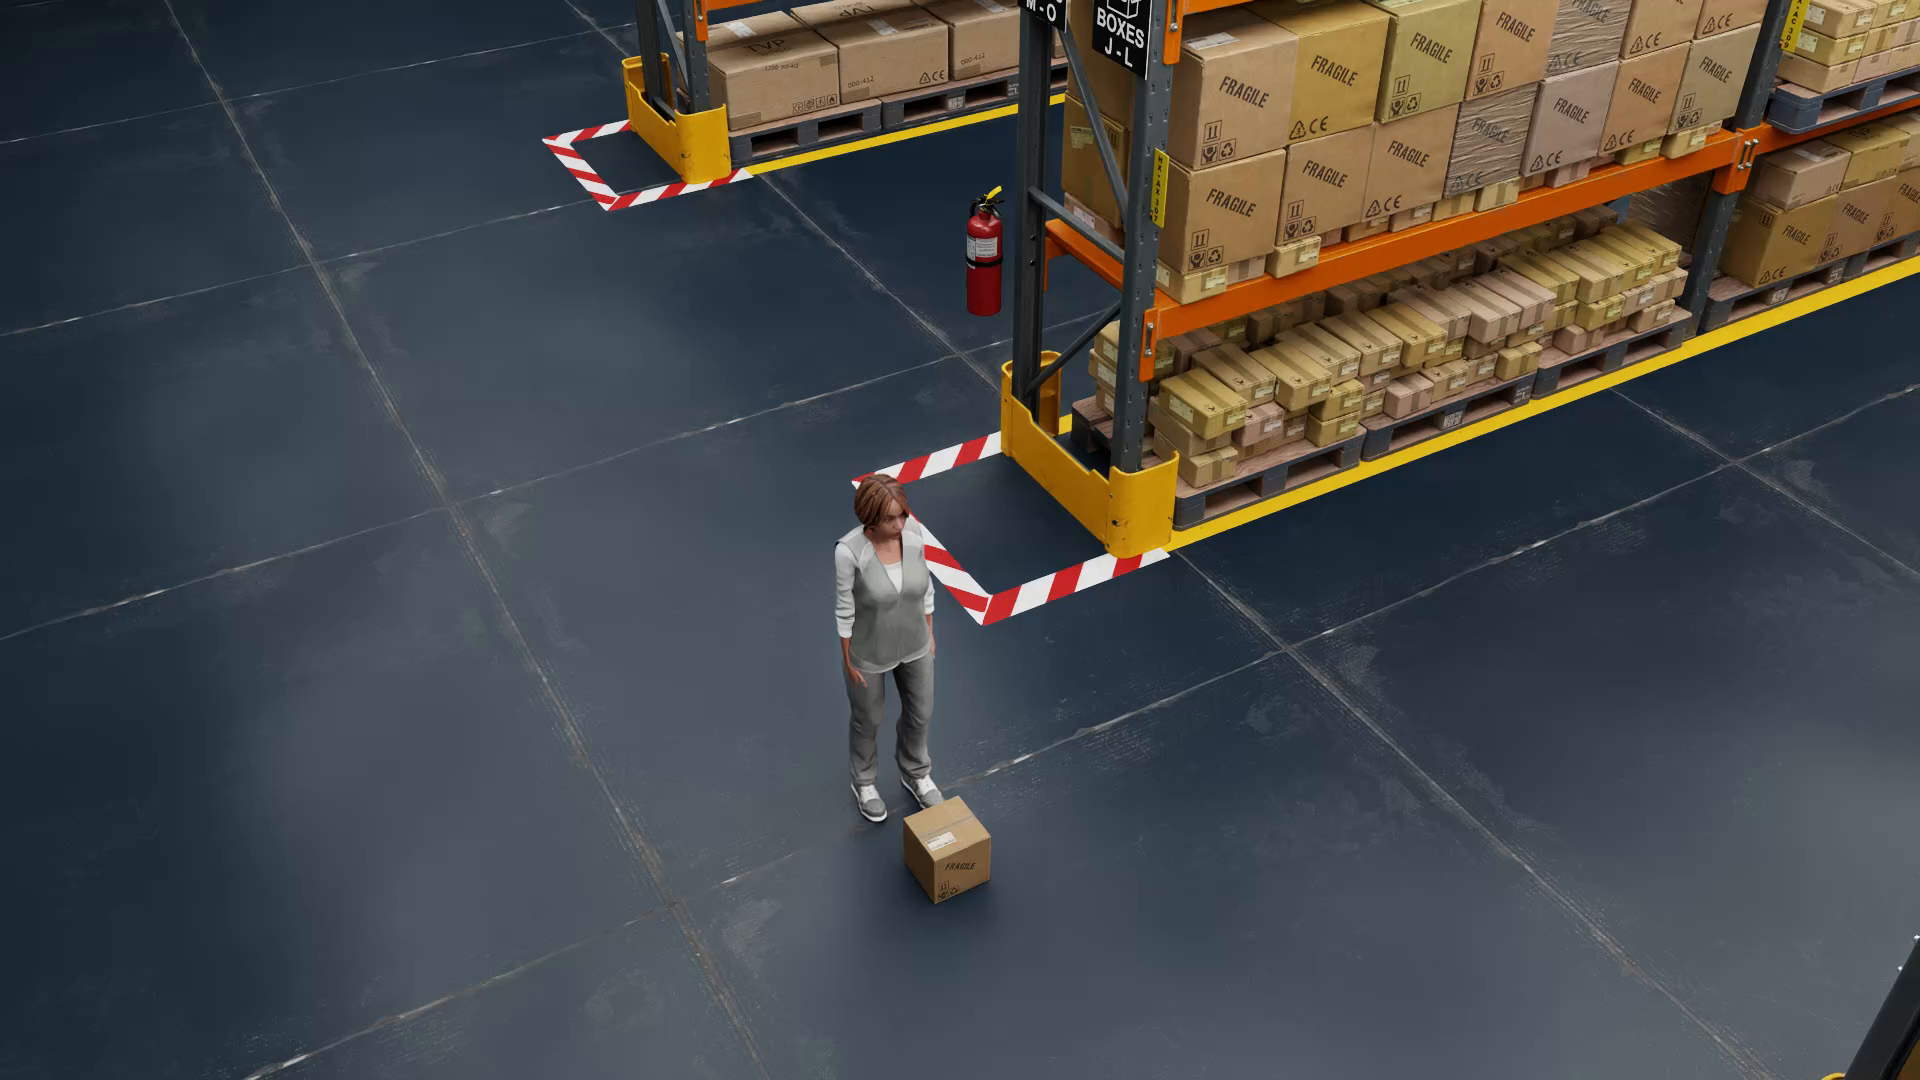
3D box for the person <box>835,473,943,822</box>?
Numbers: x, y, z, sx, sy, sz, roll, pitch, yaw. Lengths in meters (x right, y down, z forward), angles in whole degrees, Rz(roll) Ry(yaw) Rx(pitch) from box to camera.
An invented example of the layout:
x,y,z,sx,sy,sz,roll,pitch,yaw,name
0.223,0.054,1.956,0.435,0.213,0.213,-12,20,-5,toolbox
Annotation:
x,y,z,sx,sy,sz,roll,pitch,yaw,name
-0.267,0.425,6.377,0.413,1.601,0.370,-19,41,-23,person
